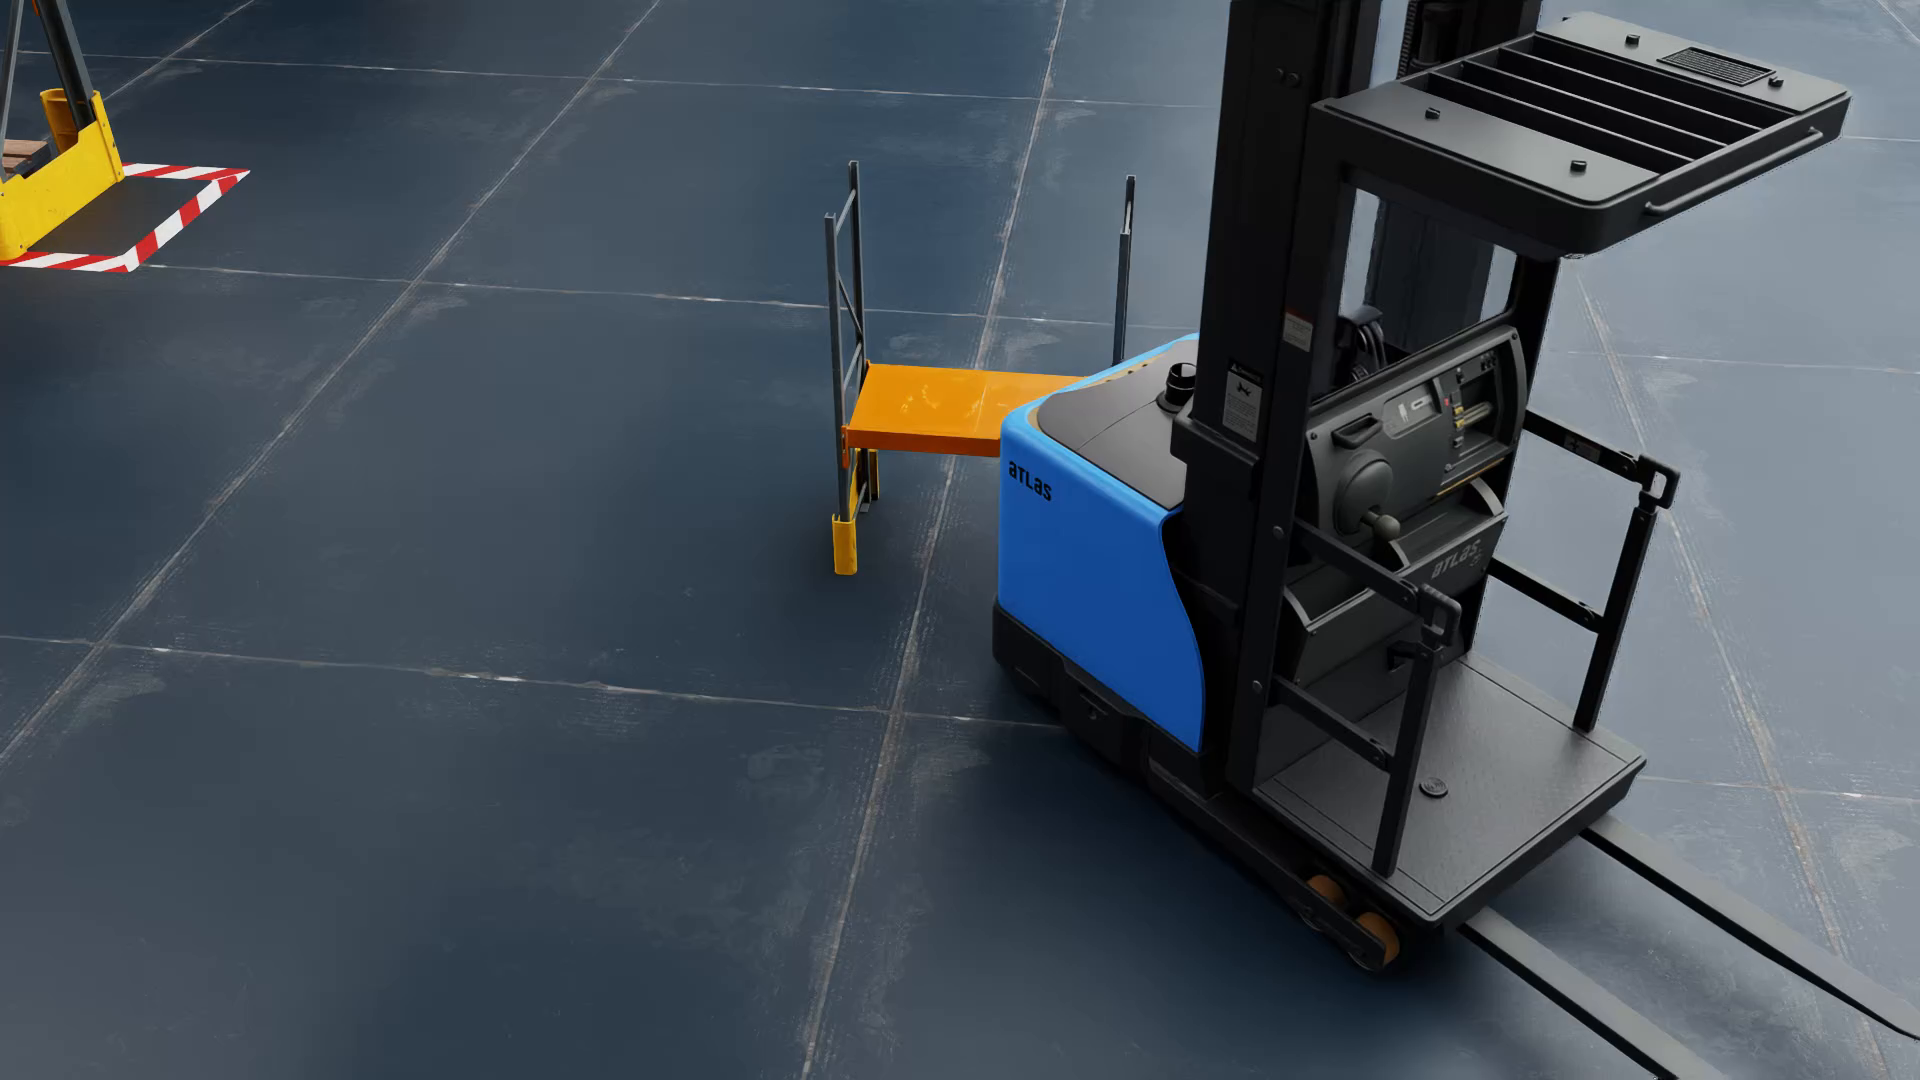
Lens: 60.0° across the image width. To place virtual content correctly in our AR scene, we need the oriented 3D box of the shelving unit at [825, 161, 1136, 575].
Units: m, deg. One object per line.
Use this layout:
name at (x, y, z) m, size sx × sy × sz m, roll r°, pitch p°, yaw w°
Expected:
shelving unit at (0.076, -0.605, 6.306) m, size 1.083 × 1.500 × 0.587 m, roll 4°, pitch 36°, yaw 6°

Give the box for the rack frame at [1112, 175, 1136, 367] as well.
rack frame at (0.589, -0.567, 6.253) m, size 0.032 × 1.500 × 0.500 m, roll 4°, pitch 36°, yaw 6°

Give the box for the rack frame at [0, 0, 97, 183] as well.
rack frame at (-5.039, -3.069, 8.468) m, size 0.127 × 3.000 × 1.000 m, roll 4°, pitch 36°, yaw 6°

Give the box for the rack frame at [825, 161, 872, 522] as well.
rack frame at (-0.420, -0.642, 6.358) m, size 0.032 × 1.500 × 0.500 m, roll 4°, pitch 36°, yaw 6°

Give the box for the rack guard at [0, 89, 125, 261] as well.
rack guard at (-5.120, -2.030, 9.164) m, size 0.348 × 0.500 × 1.175 m, roll 4°, pitch 36°, yaw 6°

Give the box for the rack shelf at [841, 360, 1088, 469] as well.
rack shelf at (0.085, -0.458, 6.410) m, size 1.000 × 0.185 × 0.538 m, roll 4°, pitch 36°, yaw 6°

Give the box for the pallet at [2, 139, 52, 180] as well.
pallet at (-5.925, -1.975, 9.336) m, size 1.213 × 0.211 × 1.003 m, roll 4°, pitch 36°, yaw 6°

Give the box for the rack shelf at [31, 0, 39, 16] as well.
rack shelf at (-7.023, -2.924, 8.884) m, size 4.000 × 0.370 × 1.077 m, roll 4°, pitch 36°, yaw 6°

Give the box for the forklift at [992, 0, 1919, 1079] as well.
forklift at (1.435, -0.245, 4.570) m, size 1.130 × 2.935 × 3.031 m, roll -25°, pitch 43°, yaw -31°

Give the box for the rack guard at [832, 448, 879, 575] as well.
rack guard at (-0.418, -0.133, 6.721) m, size 0.087 × 0.250 × 0.587 m, roll 4°, pitch 36°, yaw 6°
